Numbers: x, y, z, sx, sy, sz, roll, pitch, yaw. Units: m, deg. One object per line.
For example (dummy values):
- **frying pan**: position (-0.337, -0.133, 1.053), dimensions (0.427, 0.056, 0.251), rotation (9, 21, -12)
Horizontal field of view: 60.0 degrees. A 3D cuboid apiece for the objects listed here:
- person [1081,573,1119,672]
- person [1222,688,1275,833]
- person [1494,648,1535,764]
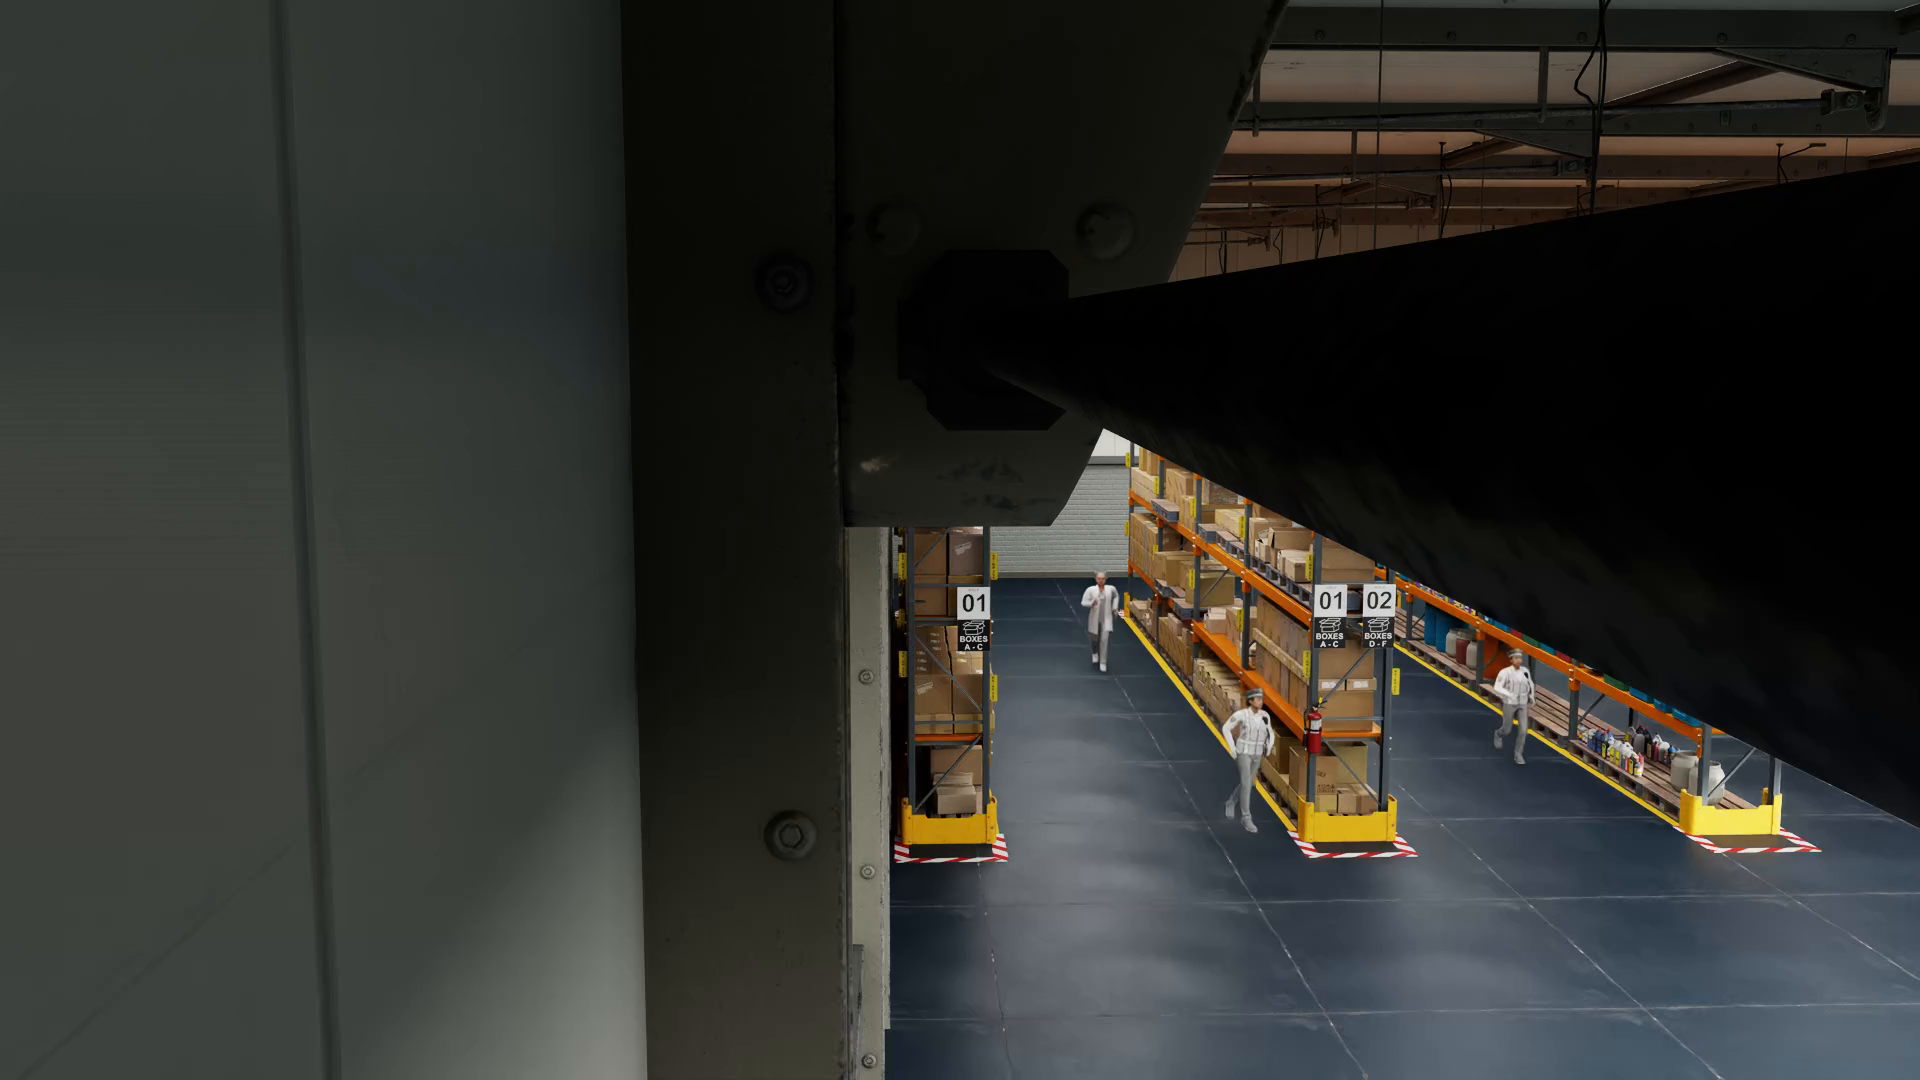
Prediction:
- **person**: position (2.596, 1.478, 30.757), dimensions (0.715, 1.766, 1.006), rotation (0, 7, 1)
- **person**: position (3.548, 2.639, 20.302), dimensions (0.645, 1.703, 0.693), rotation (-3, 8, -24)
- **person**: position (8.128, 2.395, 24.366), dimensions (0.636, 1.663, 0.759), rotation (0, 7, -3)
